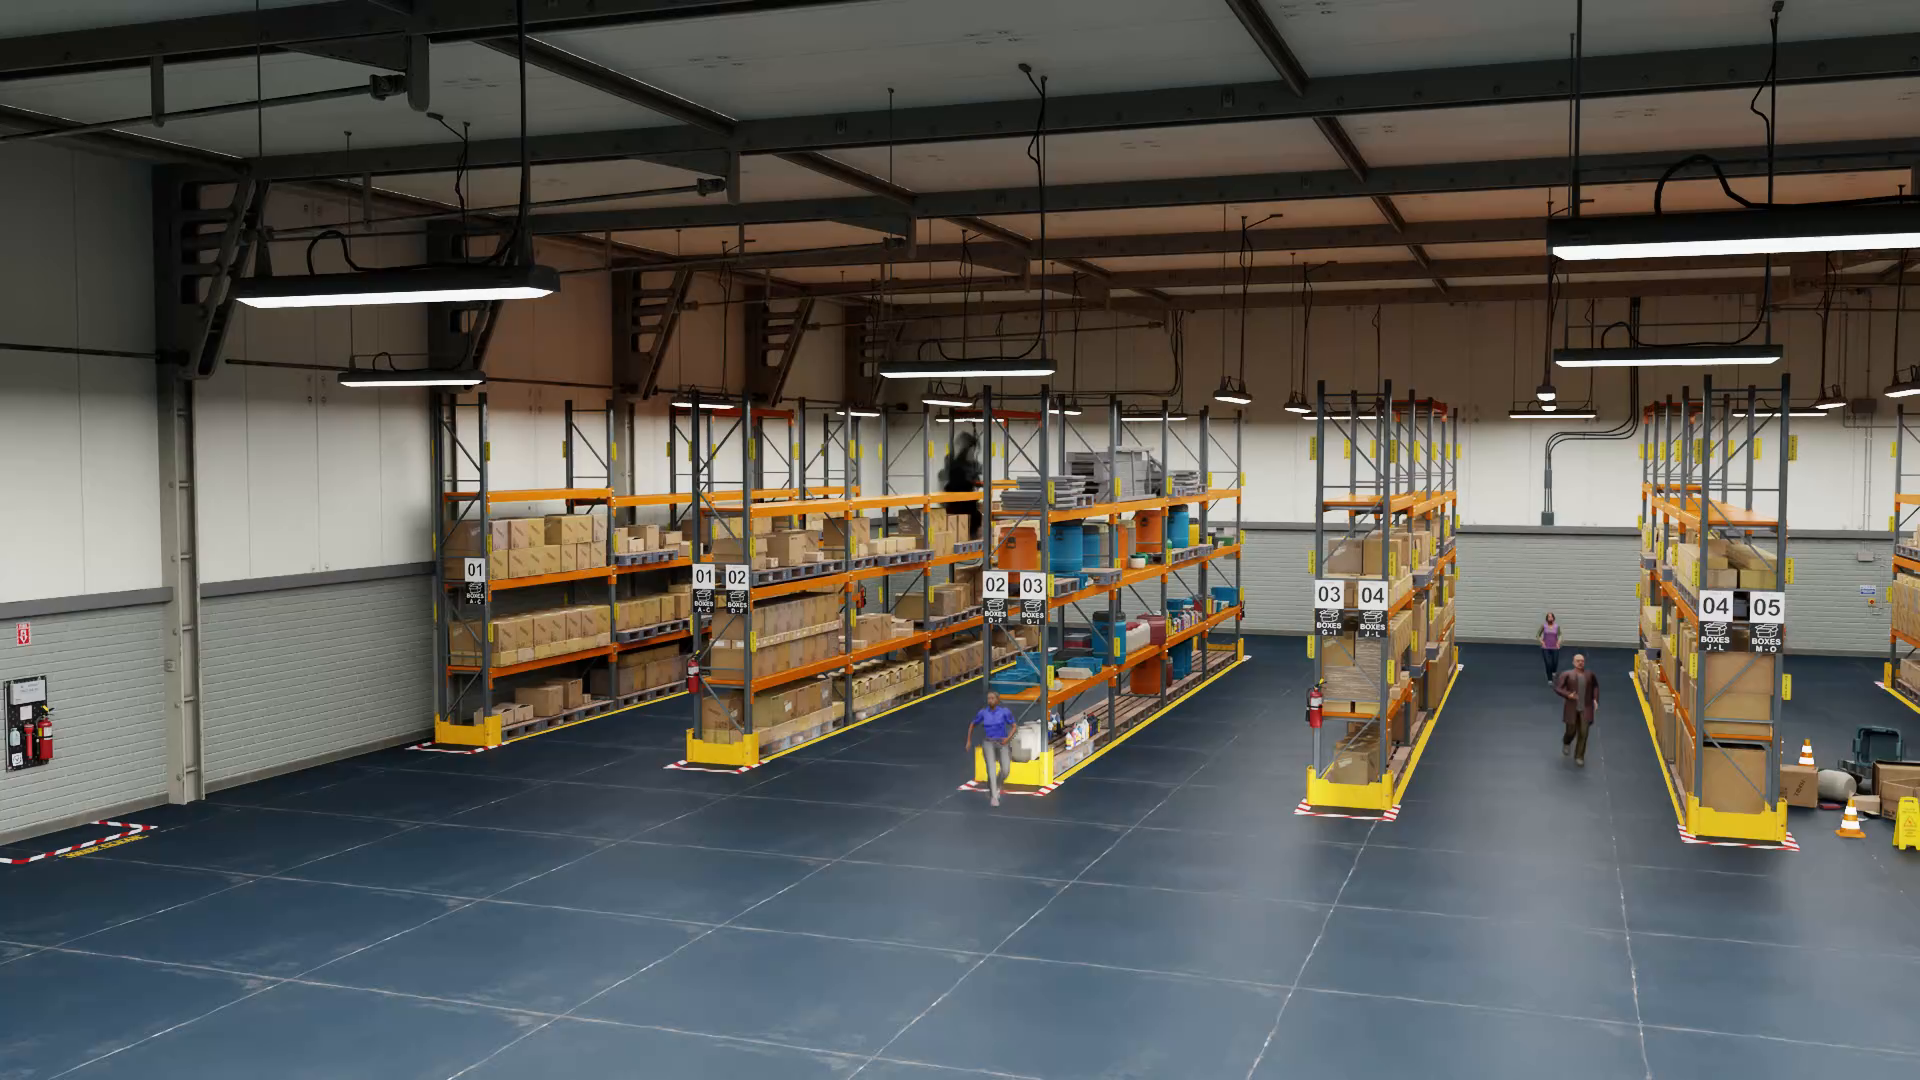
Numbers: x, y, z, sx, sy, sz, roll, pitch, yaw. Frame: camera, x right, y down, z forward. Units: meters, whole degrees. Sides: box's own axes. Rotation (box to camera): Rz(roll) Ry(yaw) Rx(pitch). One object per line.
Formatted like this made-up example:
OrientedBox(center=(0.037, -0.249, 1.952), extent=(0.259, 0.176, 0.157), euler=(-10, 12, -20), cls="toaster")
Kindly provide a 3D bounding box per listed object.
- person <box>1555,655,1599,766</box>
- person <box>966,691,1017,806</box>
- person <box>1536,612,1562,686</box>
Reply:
OrientedBox(center=(9.898, 2.701, 26.662), extent=(0.718, 1.746, 0.833), euler=(0, 3, 7), cls="person")
OrientedBox(center=(0.452, 2.958, 23.647), extent=(0.734, 1.625, 0.496), euler=(0, 3, -7), cls="person")
OrientedBox(center=(12.627, 2.336, 35.626), extent=(0.529, 1.542, 0.531), euler=(1, 3, 15), cls="person")
